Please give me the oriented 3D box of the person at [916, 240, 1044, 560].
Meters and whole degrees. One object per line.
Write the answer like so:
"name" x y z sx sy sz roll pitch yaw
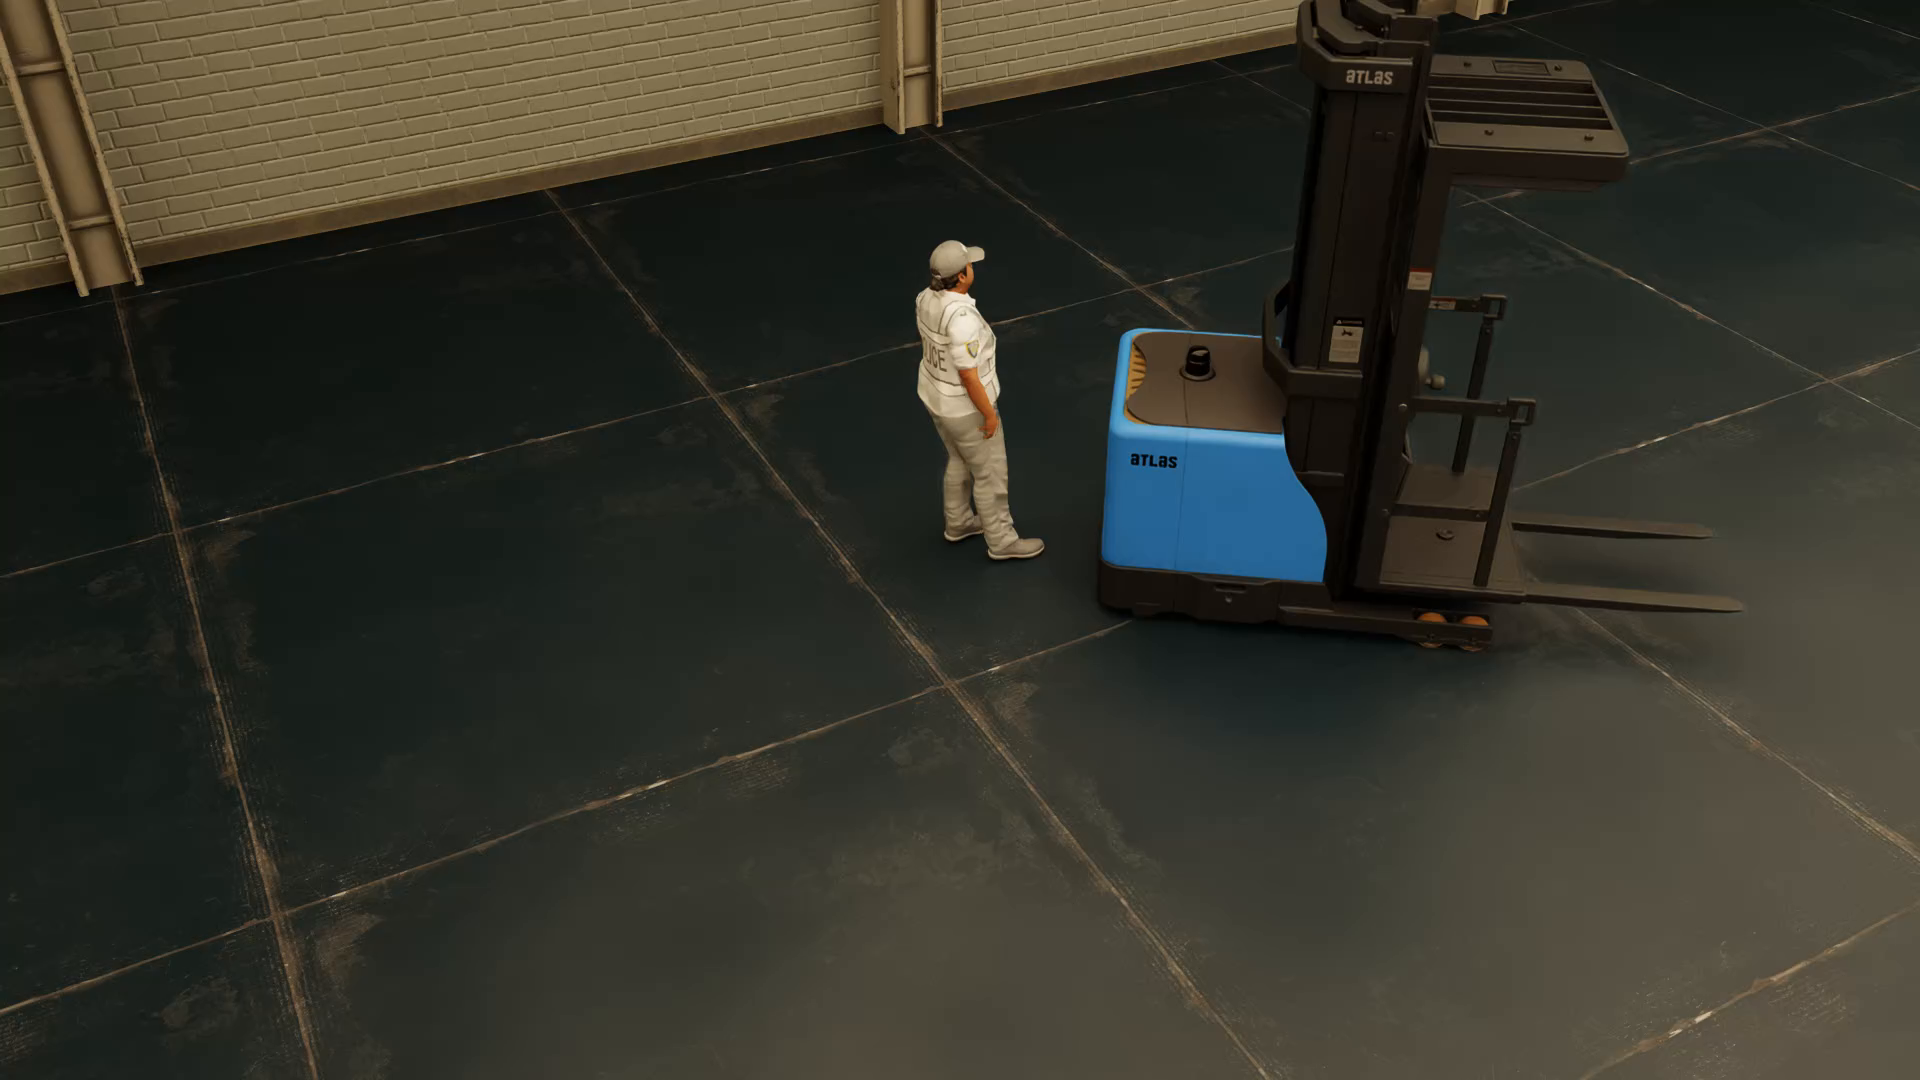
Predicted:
"person" 0.084 -0.702 8.218 0.525 1.669 0.621 -16 38 -21

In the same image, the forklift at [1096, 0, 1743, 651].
"forklift" 2.227 -0.997 7.533 3.031 2.935 1.130 5 36 6
